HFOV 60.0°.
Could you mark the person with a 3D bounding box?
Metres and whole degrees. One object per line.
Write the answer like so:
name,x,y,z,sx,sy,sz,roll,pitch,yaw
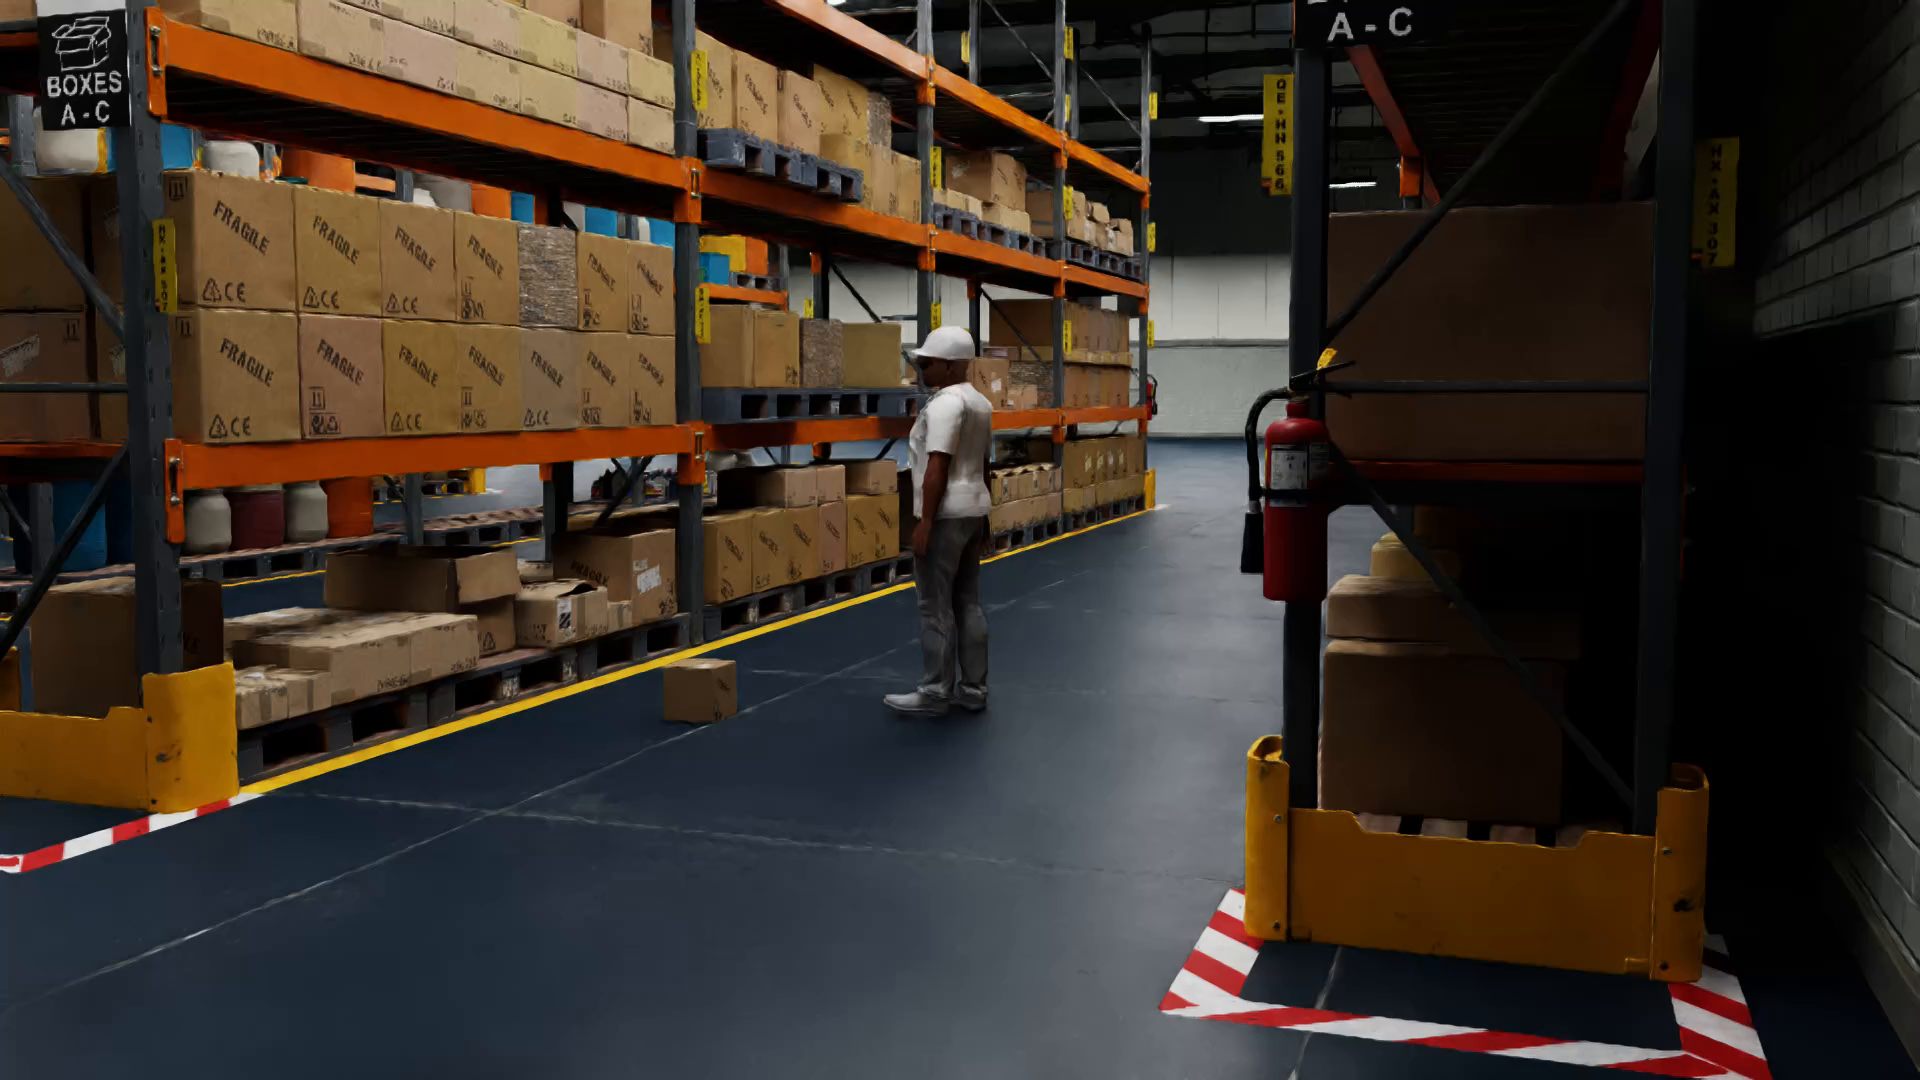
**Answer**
person,-0.083,-0.092,7.671,0.440,1.770,0.678,2,6,21
